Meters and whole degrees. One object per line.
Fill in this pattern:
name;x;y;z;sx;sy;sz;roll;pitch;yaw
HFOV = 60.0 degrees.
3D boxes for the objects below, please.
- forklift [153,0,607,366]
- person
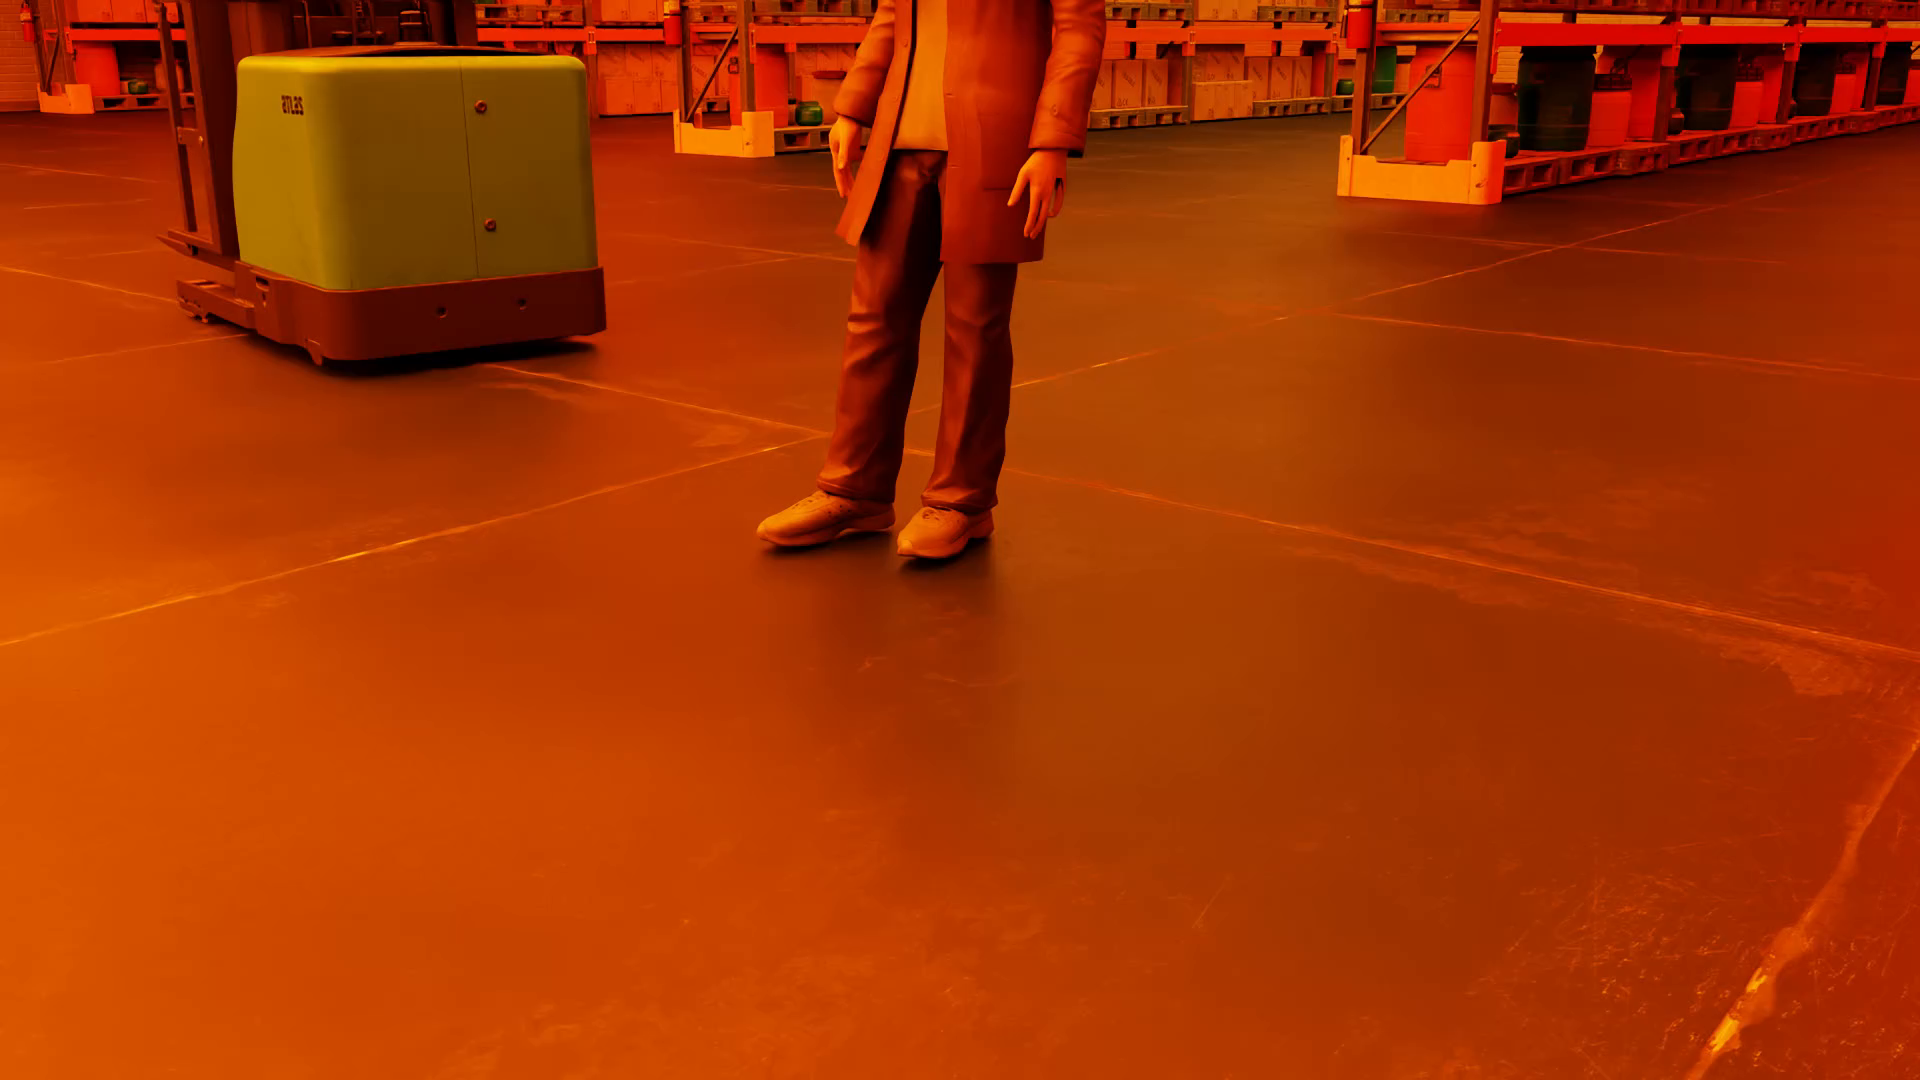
forklift;-2.659;-2.376;6.724;1.130;2.935;3.031;-13;21;-37
person;-0.061;-0.838;3.618;0.696;1.775;0.582;13;21;37
